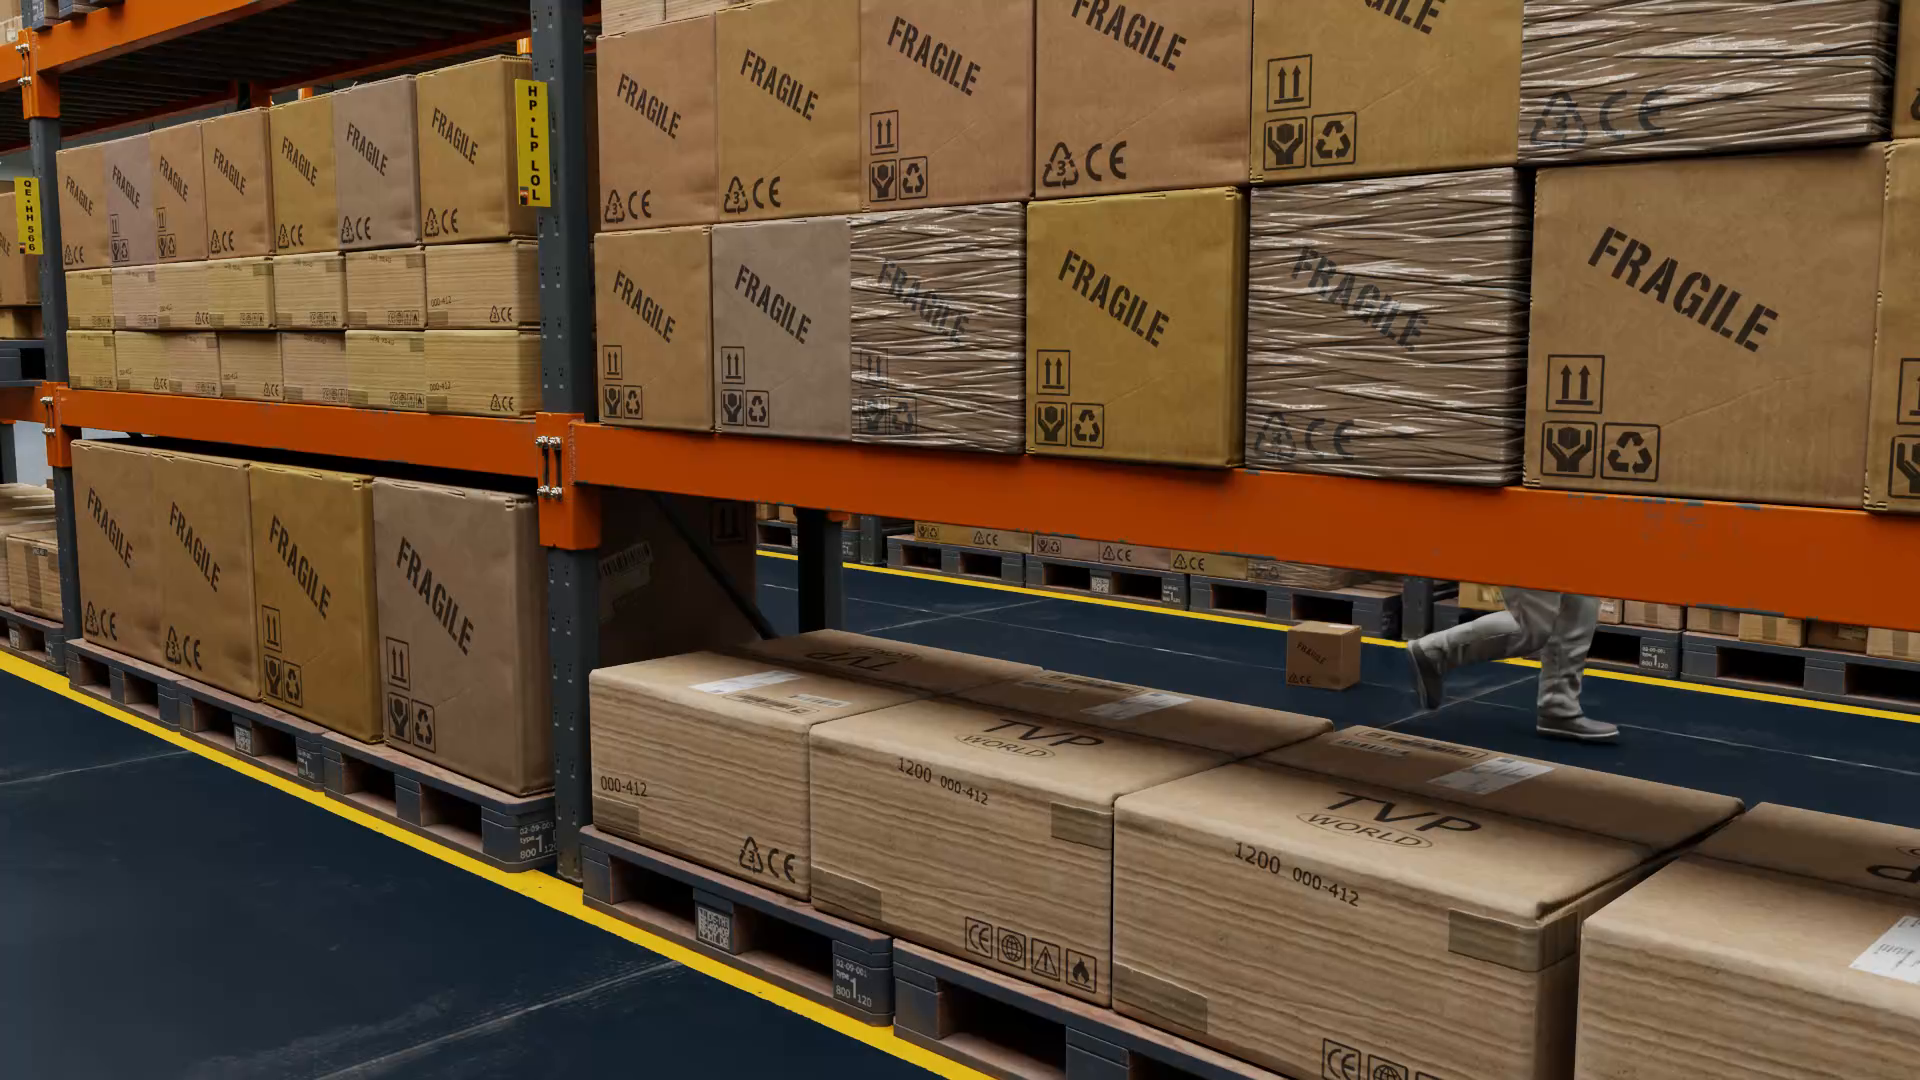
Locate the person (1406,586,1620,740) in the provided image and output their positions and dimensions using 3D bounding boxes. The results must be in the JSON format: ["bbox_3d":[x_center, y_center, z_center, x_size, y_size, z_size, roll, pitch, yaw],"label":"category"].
[{"bbox_3d":[2.117,-0.071,6.278,0.748,1.627,0.510,5,9,34],"label":"person"}]
